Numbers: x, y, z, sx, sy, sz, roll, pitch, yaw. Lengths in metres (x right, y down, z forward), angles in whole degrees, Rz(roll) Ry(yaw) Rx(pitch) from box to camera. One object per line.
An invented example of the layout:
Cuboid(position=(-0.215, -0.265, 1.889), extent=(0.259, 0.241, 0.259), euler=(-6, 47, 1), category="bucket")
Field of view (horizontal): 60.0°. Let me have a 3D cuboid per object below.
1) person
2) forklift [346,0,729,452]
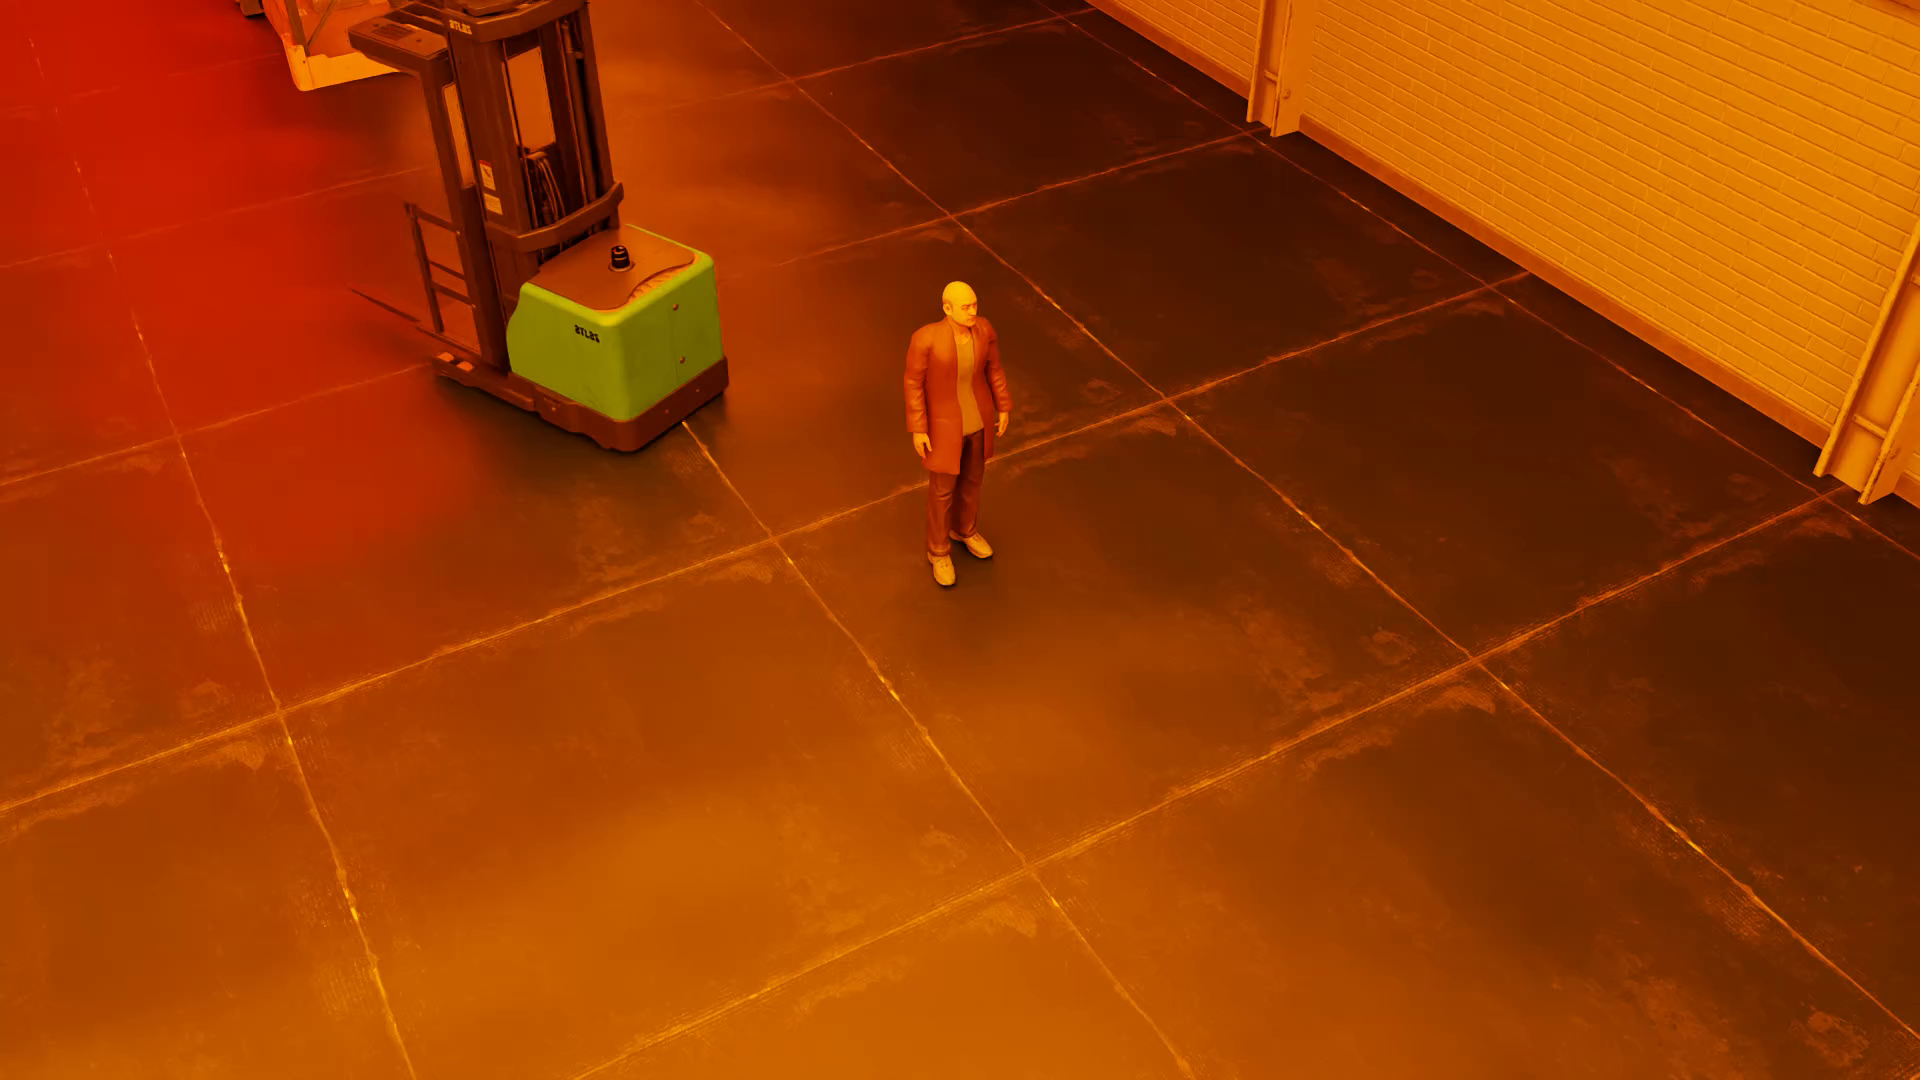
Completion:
Cuboid(position=(0.043, -0.638, 9.697), extent=(0.696, 1.777, 0.579), euler=(-20, 44, -23), category="person")
Cuboid(position=(-3.098, -2.457, 10.998), extent=(3.031, 2.935, 1.130), euler=(24, 45, 26), category="forklift")
